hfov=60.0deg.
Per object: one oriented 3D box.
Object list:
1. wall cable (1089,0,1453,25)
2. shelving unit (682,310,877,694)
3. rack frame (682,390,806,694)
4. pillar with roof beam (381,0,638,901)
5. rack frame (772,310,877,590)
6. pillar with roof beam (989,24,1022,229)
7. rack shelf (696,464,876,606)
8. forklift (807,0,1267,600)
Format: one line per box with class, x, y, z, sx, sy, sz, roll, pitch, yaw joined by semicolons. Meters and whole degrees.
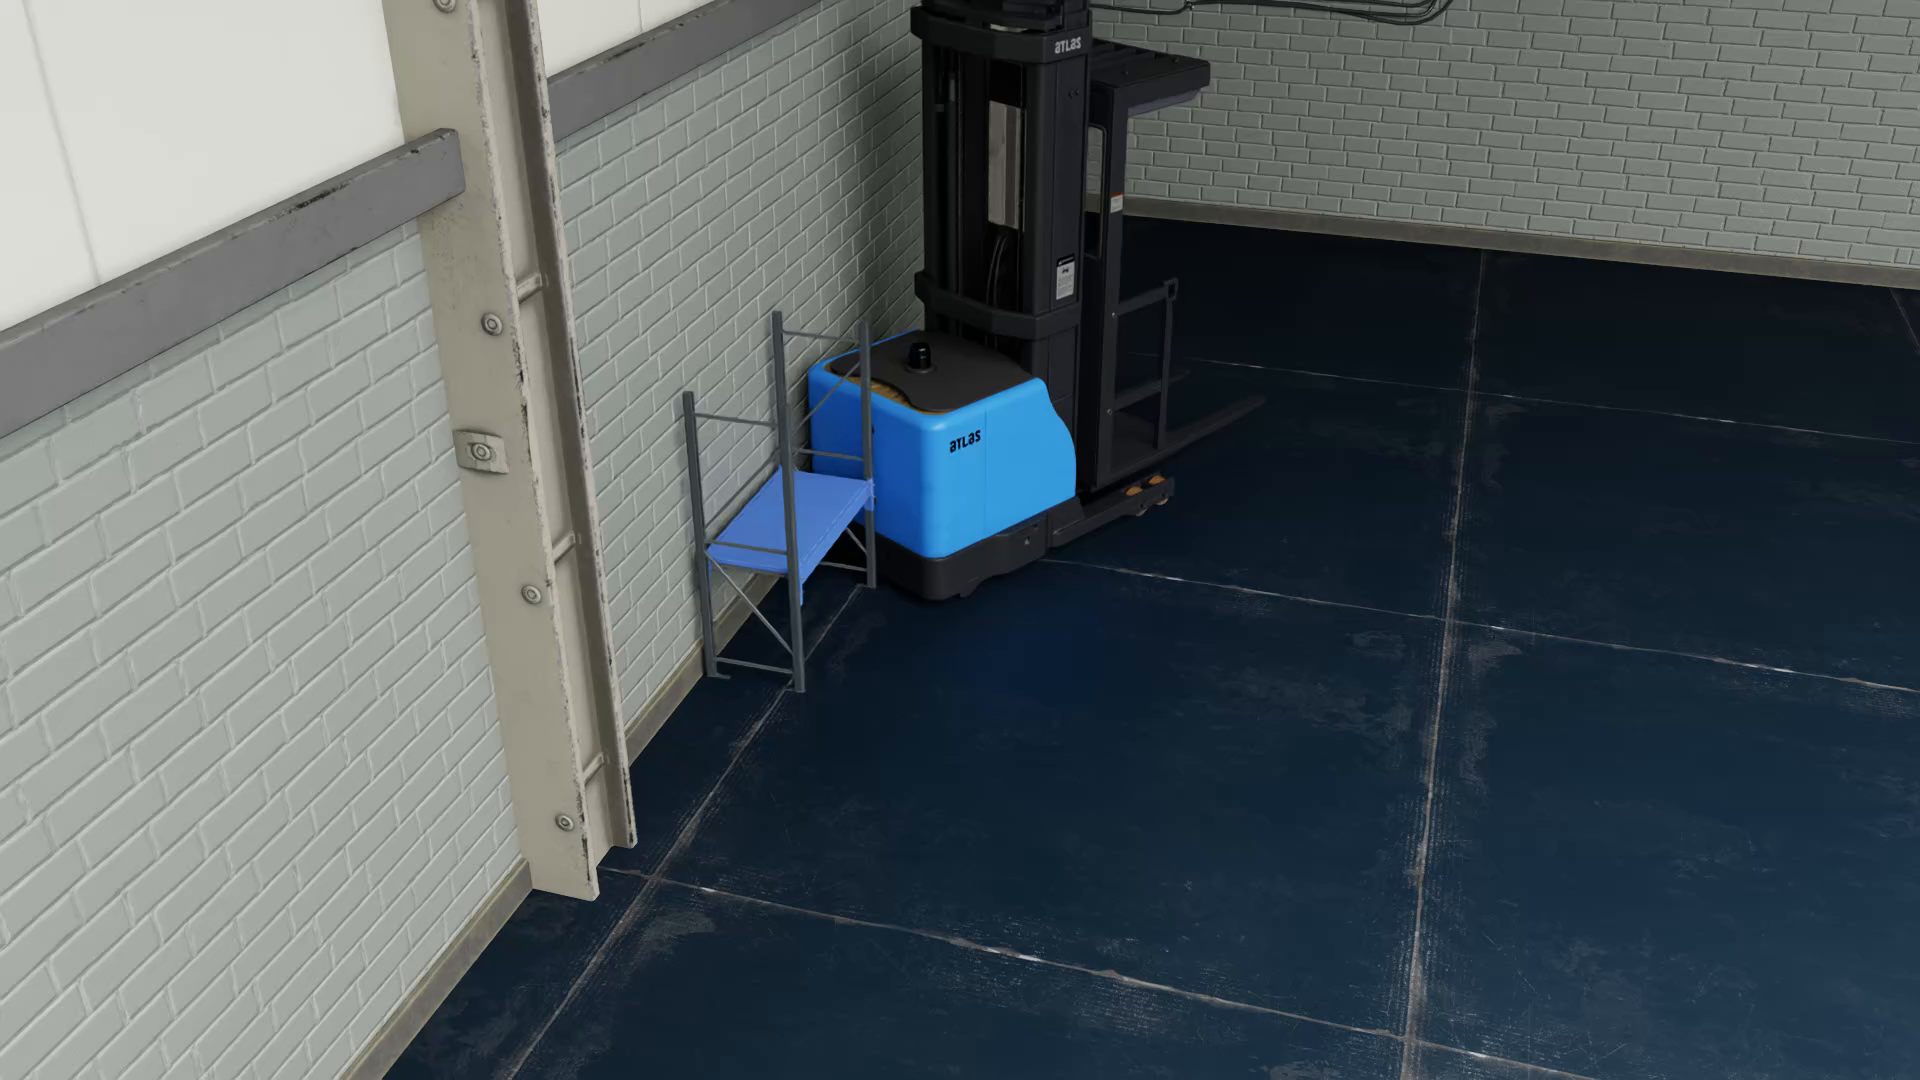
wall cable;2.334;-5.213;12.558;3.097;2.526;0.112;8;30;15
shelving unit;-0.833;-0.200;8.067;0.538;1.500;1.048;8;30;15
rack frame;-0.982;0.036;7.642;0.500;1.500;0.032;8;30;15
pillar with roof beam;2.560;-1.987;3.564;9.100;9.000;0.400;8;30;15
rack frame;-0.684;-0.436;8.491;0.500;1.500;0.032;8;30;15
pillar with roof beam;4.321;-4.775;8.577;9.100;9.000;0.400;8;30;15
rack shelf;-0.833;-0.043;8.154;0.538;0.185;1.000;8;30;15
forklift;0.598;-1.580;9.075;3.031;2.935;1.130;-25;38;-37
